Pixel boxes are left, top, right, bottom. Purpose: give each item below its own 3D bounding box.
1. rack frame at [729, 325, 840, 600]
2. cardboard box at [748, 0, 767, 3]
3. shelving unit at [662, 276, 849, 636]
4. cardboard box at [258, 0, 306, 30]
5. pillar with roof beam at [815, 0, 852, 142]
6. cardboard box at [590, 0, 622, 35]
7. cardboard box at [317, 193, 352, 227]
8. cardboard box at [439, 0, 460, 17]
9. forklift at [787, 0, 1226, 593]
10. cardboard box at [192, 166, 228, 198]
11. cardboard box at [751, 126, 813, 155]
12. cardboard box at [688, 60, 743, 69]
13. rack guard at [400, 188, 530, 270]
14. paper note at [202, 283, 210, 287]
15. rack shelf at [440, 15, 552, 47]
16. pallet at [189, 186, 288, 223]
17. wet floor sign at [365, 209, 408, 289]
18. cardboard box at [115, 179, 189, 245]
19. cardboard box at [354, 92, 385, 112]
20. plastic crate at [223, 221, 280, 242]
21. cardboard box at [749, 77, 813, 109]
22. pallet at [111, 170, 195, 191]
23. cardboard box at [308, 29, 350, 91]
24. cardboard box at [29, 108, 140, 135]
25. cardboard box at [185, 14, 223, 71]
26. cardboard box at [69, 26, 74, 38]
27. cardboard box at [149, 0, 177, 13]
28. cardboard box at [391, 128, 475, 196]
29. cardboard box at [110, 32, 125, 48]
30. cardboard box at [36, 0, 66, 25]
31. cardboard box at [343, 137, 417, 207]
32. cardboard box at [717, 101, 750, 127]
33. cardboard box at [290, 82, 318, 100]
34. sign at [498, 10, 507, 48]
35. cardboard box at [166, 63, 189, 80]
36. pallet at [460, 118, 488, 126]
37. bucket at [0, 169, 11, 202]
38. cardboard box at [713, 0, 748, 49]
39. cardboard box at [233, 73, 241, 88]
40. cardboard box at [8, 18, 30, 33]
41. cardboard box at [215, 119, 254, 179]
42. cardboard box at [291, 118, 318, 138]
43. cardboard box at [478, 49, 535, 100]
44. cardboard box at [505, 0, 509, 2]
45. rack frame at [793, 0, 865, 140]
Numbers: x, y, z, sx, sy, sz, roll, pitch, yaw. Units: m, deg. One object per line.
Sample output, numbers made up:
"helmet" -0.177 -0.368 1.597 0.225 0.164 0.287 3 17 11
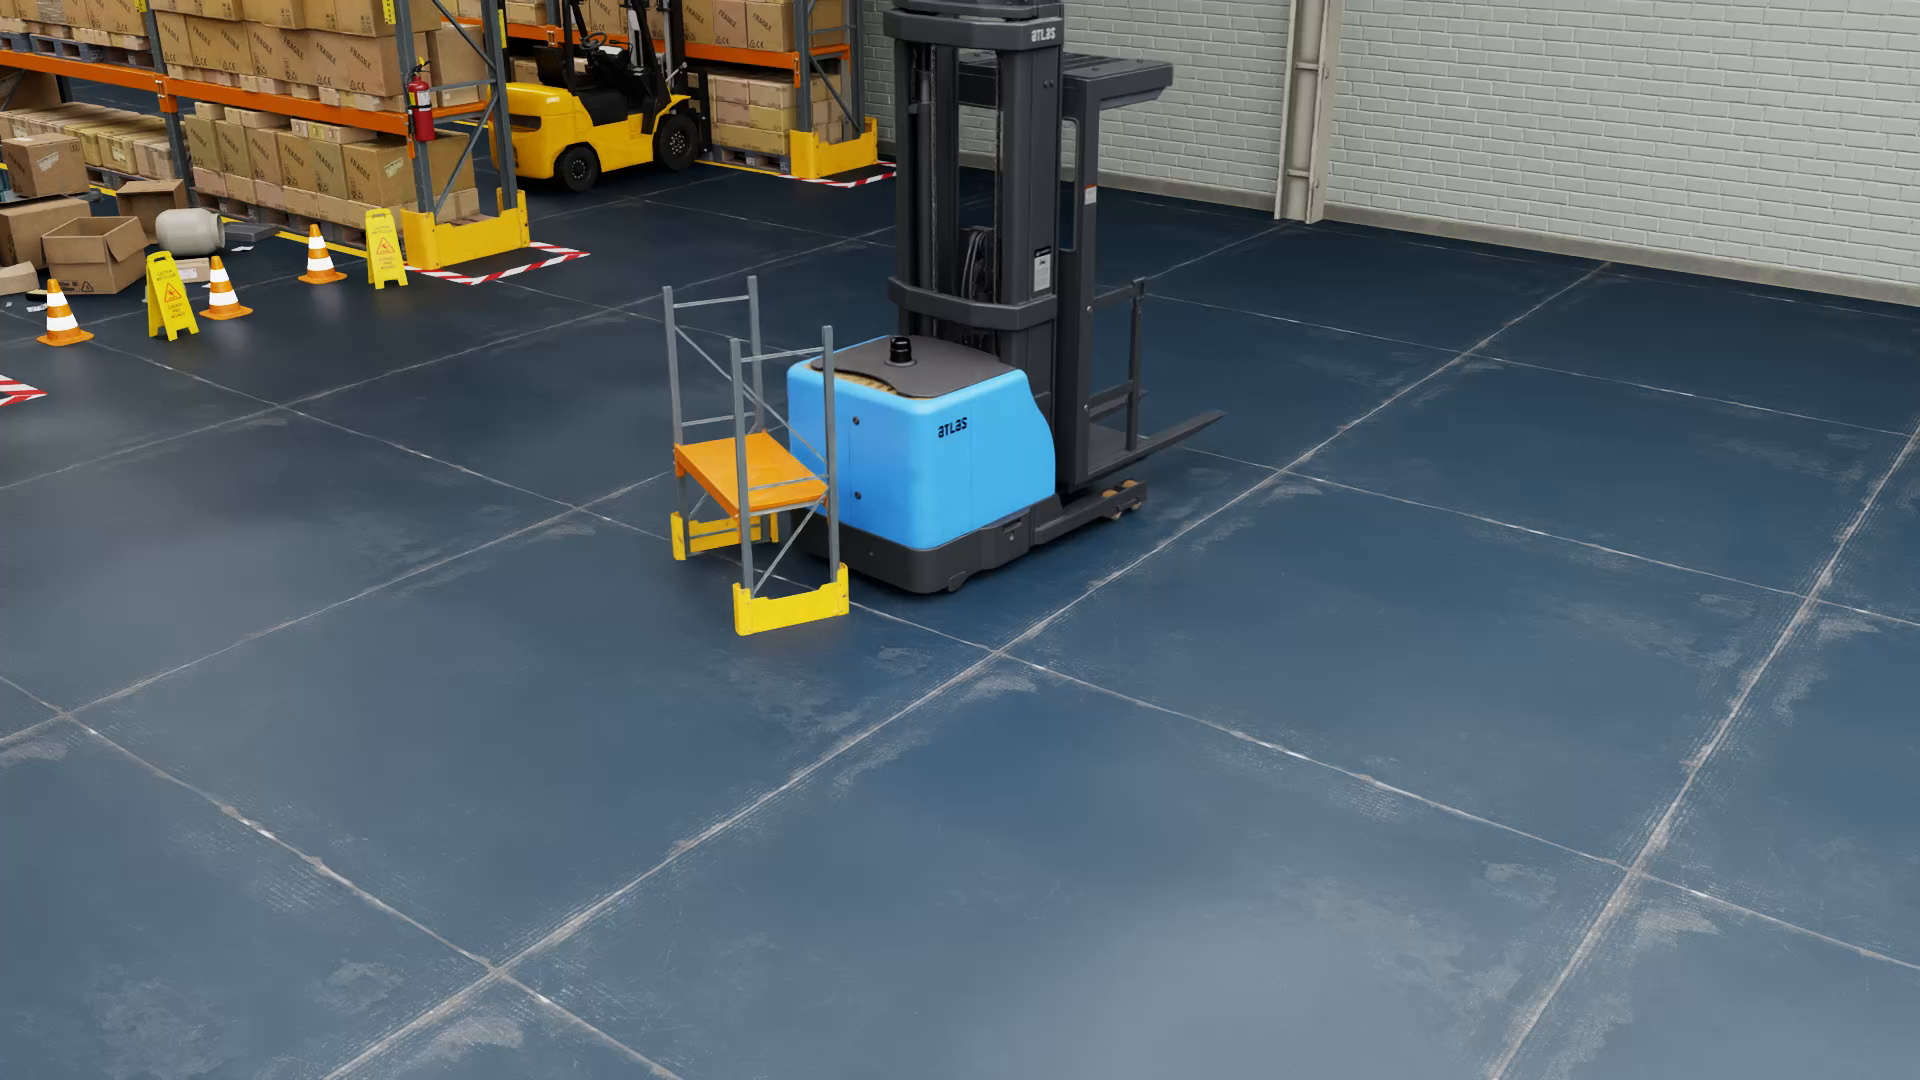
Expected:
"rack frame" -0.829 -0.273 8.010 0.500 1.500 0.032 -11 26 -24
"cardboard box" -2.092 -5.942 18.088 0.250 0.149 0.380 17 29 34
"shelving unit" -1.061 -0.460 8.433 0.587 1.500 1.083 -11 26 -24
"cardboard box" -5.809 -4.859 14.825 0.500 0.500 0.700 16 29 33
"pillar with roof beam" -4.023 -7.370 14.815 0.400 9.000 9.100 17 29 33
"cardboard box" -4.000 -6.255 19.602 0.500 0.500 0.500 17 29 34
"cardboard box" -5.617 -3.122 15.505 0.500 0.250 0.500 17 29 33
"cardboard box" -6.388 -6.862 21.290 0.500 0.250 0.500 18 29 35
"forklift" 0.435 -1.582 9.205 1.130 2.935 3.031 20 31 37
"cardboard box" -7.289 -3.623 16.642 0.500 0.250 0.500 15 28 31
"cardboard box" -1.990 -4.500 18.631 0.500 0.250 0.500 17 29 34
"cardboard box" -2.897 -5.493 19.646 0.500 0.250 0.500 16 28 32
"rack guard" -4.459 -2.826 15.044 0.348 0.500 1.175 17 29 33
"paper note" -6.349 -2.179 14.158 0.142 0.019 0.148 7 25 15
"rack shelf" -6.226 -6.676 21.573 4.000 0.370 1.077 17 29 33
"pallet" -7.041 -3.492 16.913 1.213 0.211 1.003 17 29 33
"wet floor sign" -4.888 -2.483 14.085 0.267 0.644 0.232 -15 28 -30
"cardboard box" -7.558 -3.078 15.613 0.500 0.500 0.500 -5 24 -12
"cardboard box" -5.095 -3.884 14.655 0.250 0.149 0.380 16 29 33
"plastic crate" -6.835 -2.939 15.820 0.583 0.080 0.402 7 25 15
"cardboard box" -1.980 -4.956 18.428 0.500 0.250 0.500 18 29 35
"pallet" -8.223 -3.831 17.682 1.213 0.211 1.003 17 29 33
"cardboard box" -5.396 -4.298 14.793 0.500 0.500 0.500 17 29 33
"cardboard box" -9.759 -4.560 18.618 0.625 0.372 0.950 16 28 32
"cardboard box" -6.999 -4.791 15.909 0.500 0.500 0.500 17 29 33
"cardboard box" -9.134 -5.380 17.530 0.250 0.149 0.380 16 28 32
"cardboard box" -7.377 -5.382 16.012 0.500 0.500 0.700 16 29 33
"cardboard box" -4.898 -3.518 15.475 0.500 0.500 0.500 16 28 32
"cardboard box" -8.377 -5.101 16.898 0.250 0.149 0.380 16 28 32
"cardboard box" -9.333 -5.703 17.460 0.500 0.500 0.500 16 28 31
"cardboard box" -5.196 -3.338 15.066 0.500 0.500 0.500 17 29 34
"cardboard box" -2.396 -4.858 18.825 0.500 0.250 0.500 16 29 33
"cardboard box" -5.892 -4.145 15.248 0.250 0.149 0.380 16 29 33
"sign" -4.073 -4.523 14.721 0.005 0.325 0.100 17 29 33
"cardboard box" -7.540 -4.624 16.337 0.250 0.149 0.380 17 29 33
"pallet" -6.219 -5.706 21.938 1.213 0.211 1.003 17 29 33
"bucket" -8.996 -3.206 14.981 0.726 0.611 0.620 -15 18 -30
"cardboard box" -2.386 -5.762 18.484 0.500 0.500 0.500 18 29 35
"cardboard box" -6.666 -4.400 15.828 0.250 0.149 0.380 17 29 33
"cardboard box" -10.046 -5.591 18.011 0.250 0.149 0.380 17 29 34
"cardboard box" -6.854 -3.840 16.205 0.500 0.500 0.500 18 30 35
"cardboard box" -5.939 -3.828 15.373 0.250 0.149 0.380 18 30 35
"cardboard box" -5.666 -5.939 21.434 0.625 0.625 0.875 16 29 33
"cardboard box" -5.588 -6.840 20.619 0.500 0.250 0.500 16 28 32
"rack frame" -1.425 -5.554 18.135 0.127 3.000 1.000 17 29 33
